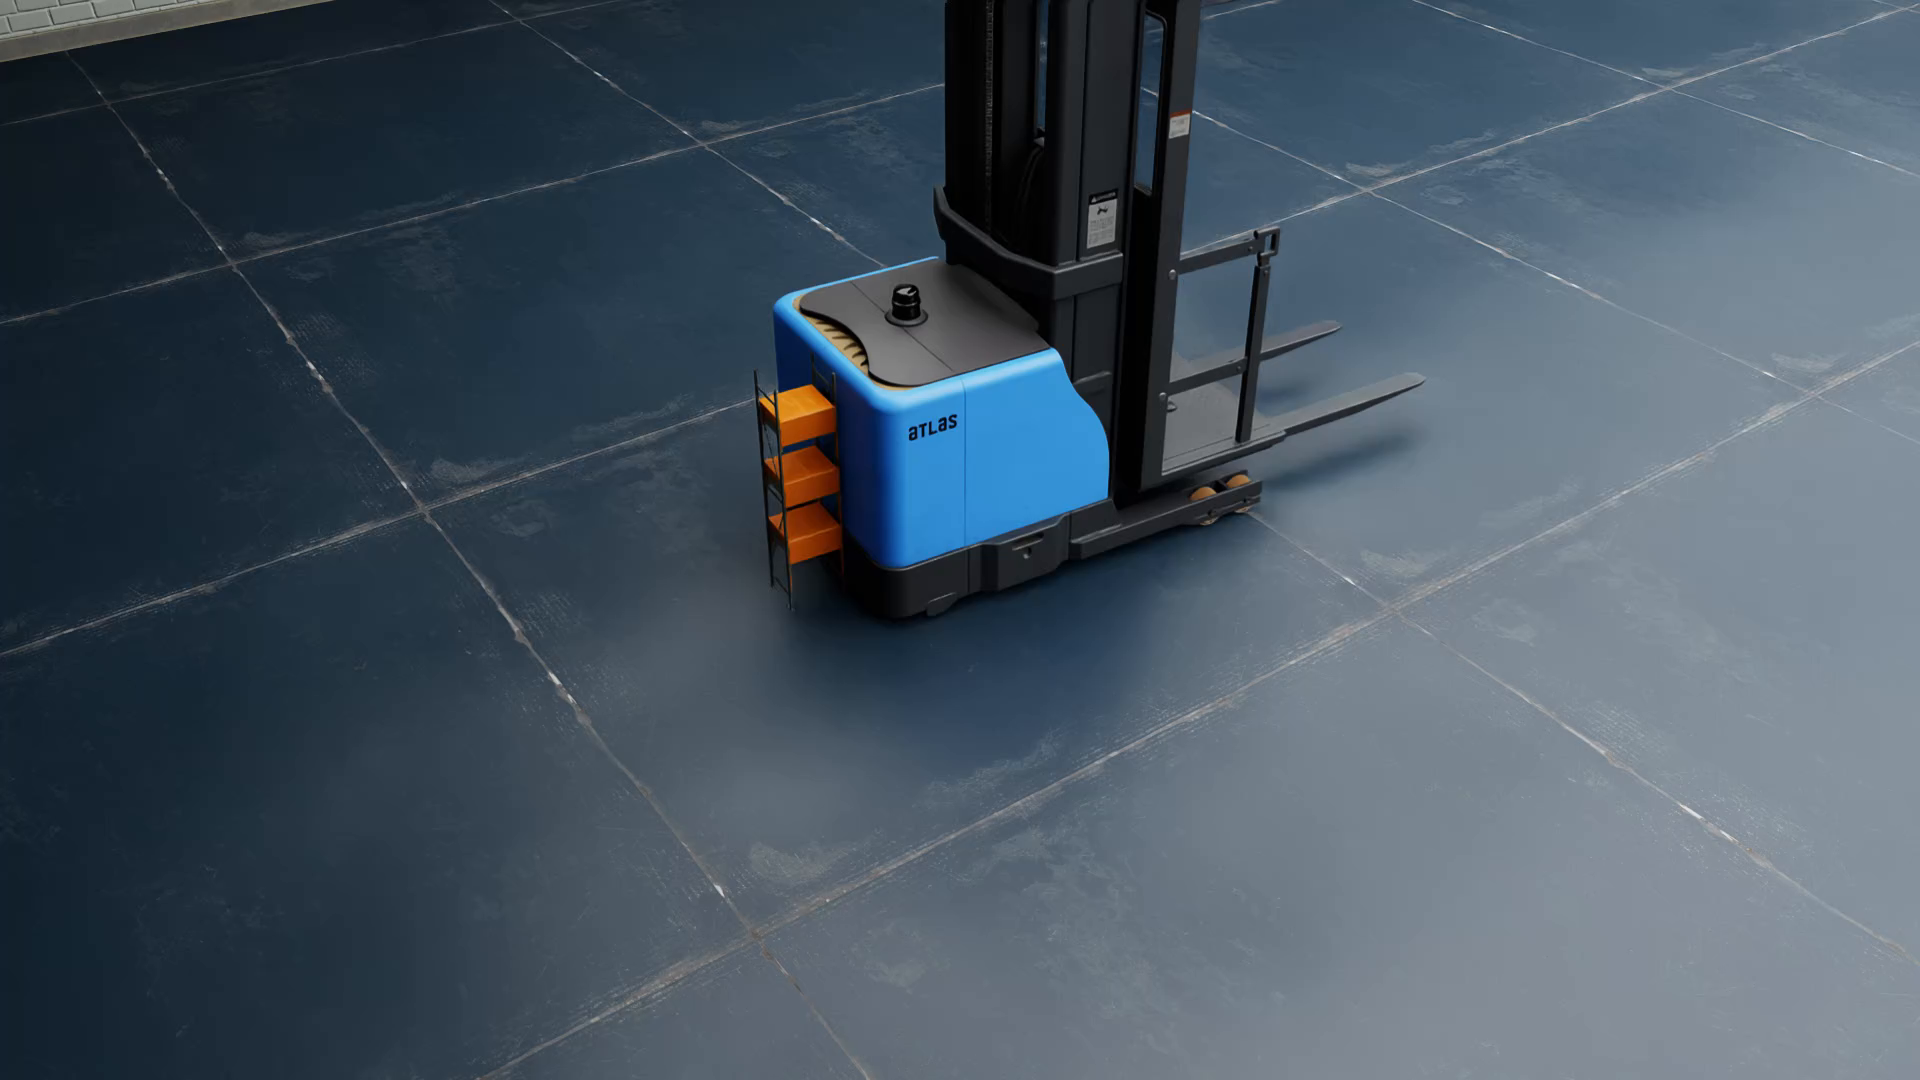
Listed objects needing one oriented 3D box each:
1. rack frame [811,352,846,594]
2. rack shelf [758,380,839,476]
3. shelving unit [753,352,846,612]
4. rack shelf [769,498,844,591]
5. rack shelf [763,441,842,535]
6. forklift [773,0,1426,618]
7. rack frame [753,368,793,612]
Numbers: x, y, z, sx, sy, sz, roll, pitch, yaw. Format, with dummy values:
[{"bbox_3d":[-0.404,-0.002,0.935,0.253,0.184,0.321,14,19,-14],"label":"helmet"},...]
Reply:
[{"bbox_3d":[-0.528,-0.254,6.703,0.008,1.050,0.200,-19,40,-24],"label":"rack frame"},{"bbox_3d":[-0.633,-0.440,6.494,0.240,0.259,0.215,-19,40,-24],"label":"rack shelf"},{"bbox_3d":[-0.633,-0.218,6.654,0.252,1.050,0.215,-19,40,-24],"label":"shelving unit"},{"bbox_3d":[-0.633,0.016,6.822,0.240,0.259,0.215,-19,40,-24],"label":"rack shelf"},{"bbox_3d":[-0.633,-0.209,6.660,0.240,0.259,0.215,-19,40,-24],"label":"rack shelf"},{"bbox_3d":[0.753,-1.503,6.830,3.031,2.935,1.130,-19,40,-24],"label":"forklift"},{"bbox_3d":[-0.739,-0.182,6.604,0.008,1.050,0.200,-19,40,-24],"label":"rack frame"}]
